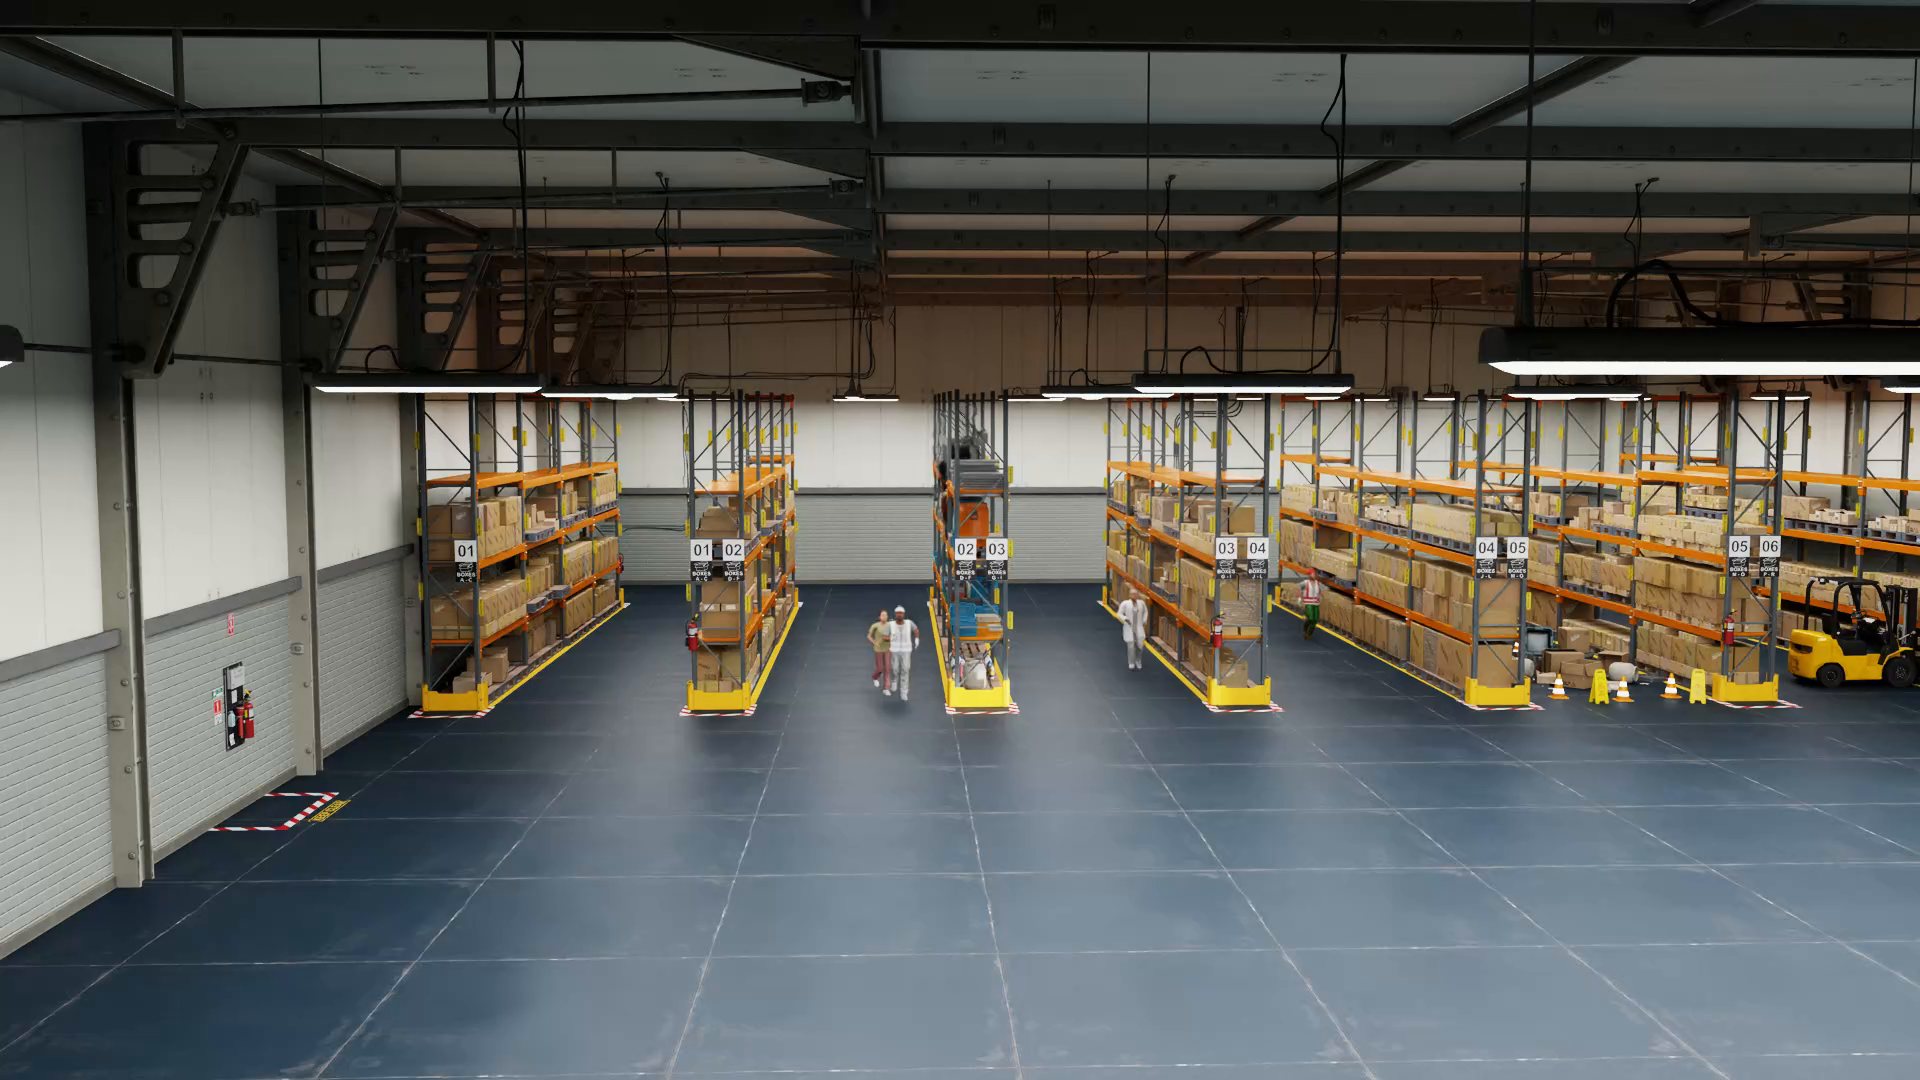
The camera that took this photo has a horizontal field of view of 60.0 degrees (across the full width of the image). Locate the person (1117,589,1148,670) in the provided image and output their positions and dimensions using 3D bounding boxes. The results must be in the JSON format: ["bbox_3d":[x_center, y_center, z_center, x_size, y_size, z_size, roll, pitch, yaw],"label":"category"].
[{"bbox_3d":[3.731,1.933,35.757,0.707,1.763,0.693,0,5,-4],"label":"person"}]

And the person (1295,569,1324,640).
[{"bbox_3d":[8.499,1.565,40.118,0.642,1.743,0.608,-1,5,-11],"label":"person"}]

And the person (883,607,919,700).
[{"bbox_3d":[-1.143,2.162,32.130,0.695,1.735,1.063,0,5,-2],"label":"person"}]

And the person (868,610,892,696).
[{"bbox_3d":[-1.529,2.187,32.719,0.589,1.656,0.866,-2,5,-19],"label":"person"}]
